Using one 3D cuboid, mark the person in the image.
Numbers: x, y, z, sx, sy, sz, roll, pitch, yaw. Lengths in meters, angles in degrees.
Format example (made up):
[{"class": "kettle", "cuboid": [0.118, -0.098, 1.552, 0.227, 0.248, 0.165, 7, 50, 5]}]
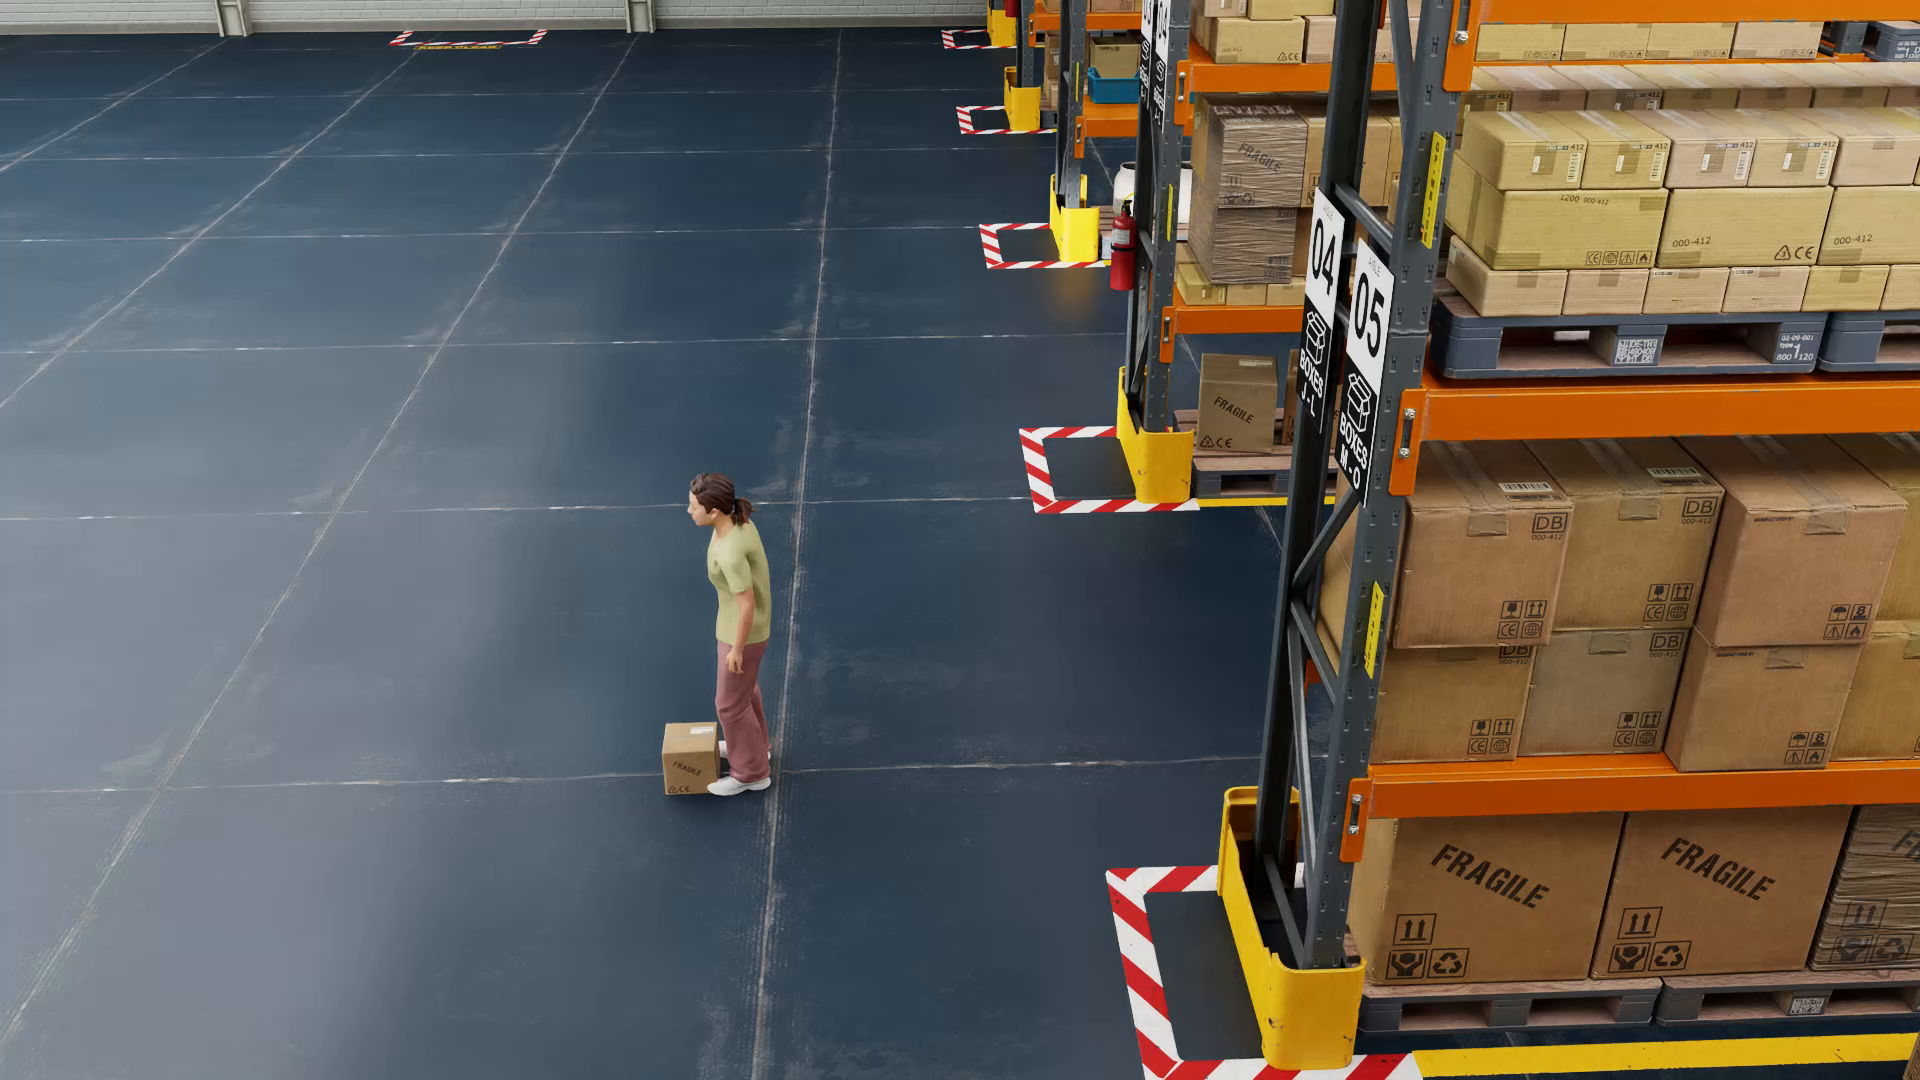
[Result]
[{"class": "person", "cuboid": [-1.060, 0.428, 7.806, 0.362, 1.671, 0.517, -3, 28, -6]}]
